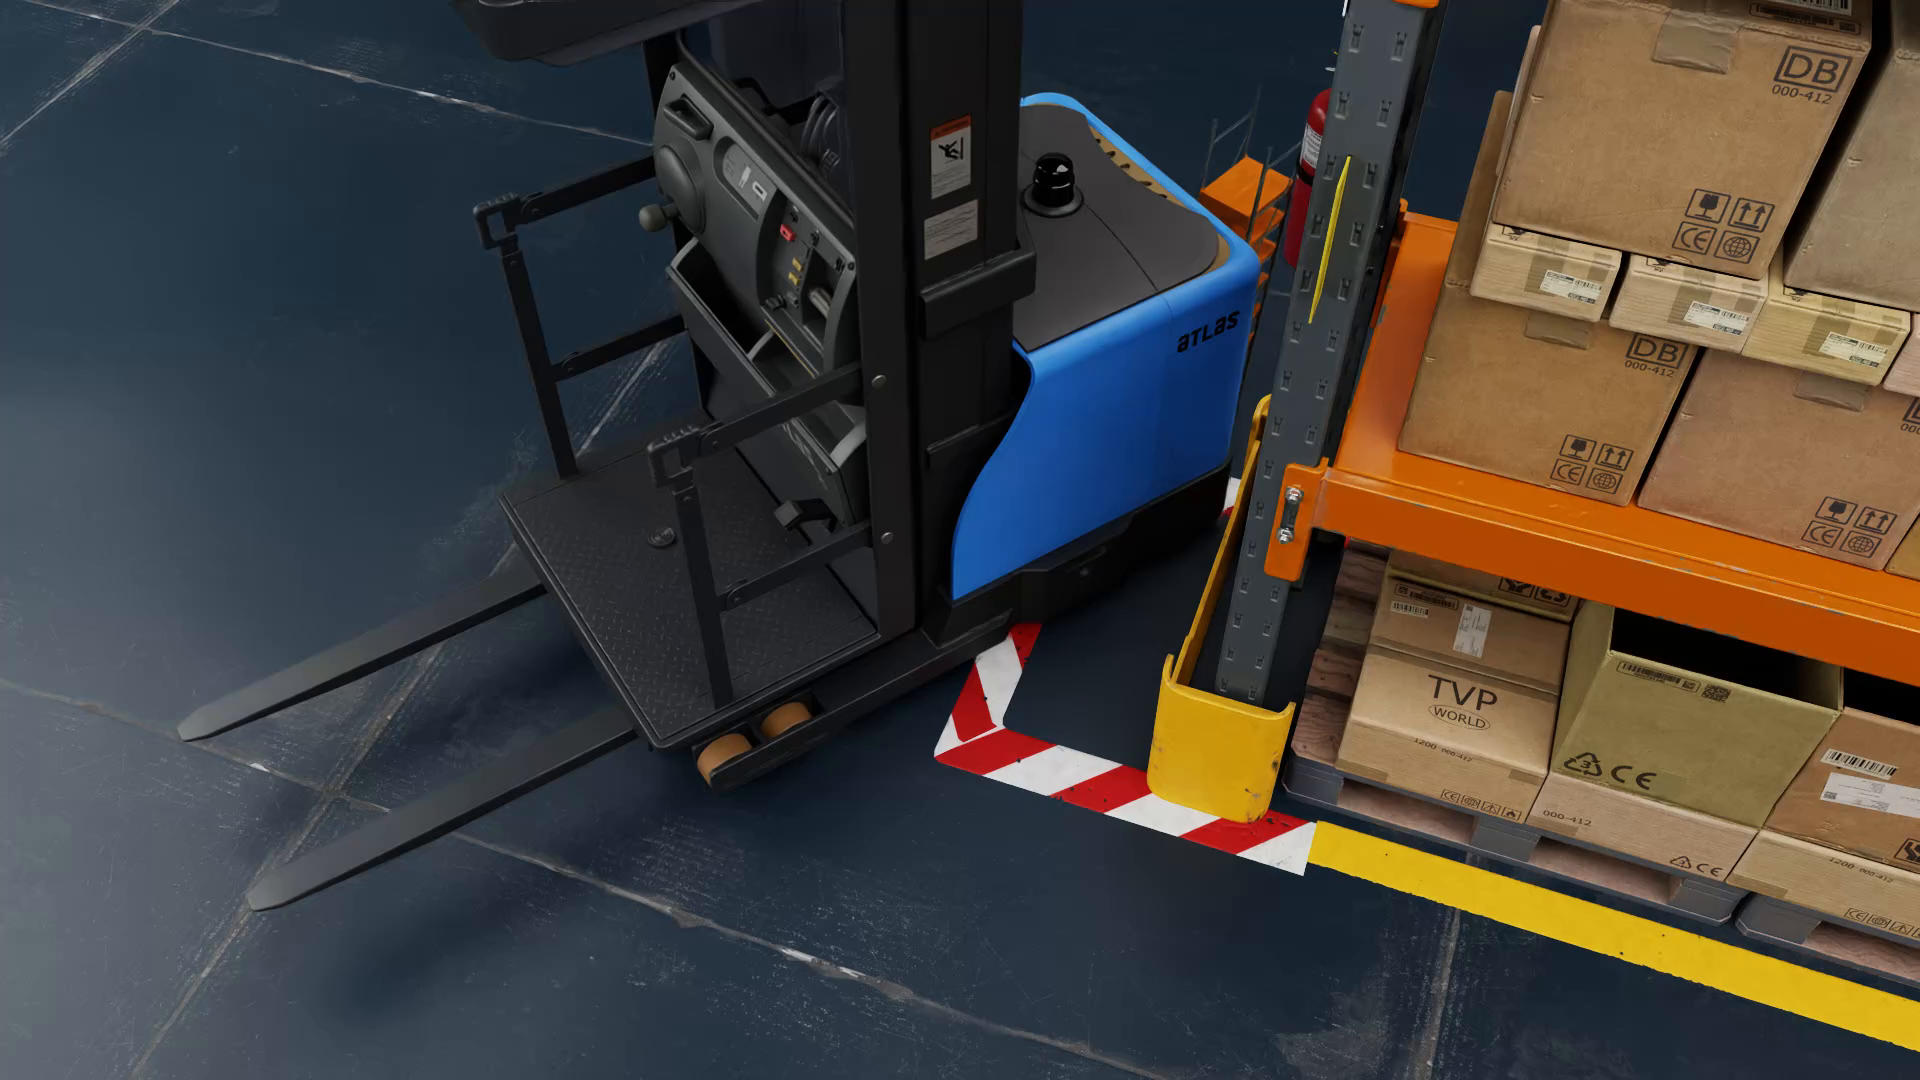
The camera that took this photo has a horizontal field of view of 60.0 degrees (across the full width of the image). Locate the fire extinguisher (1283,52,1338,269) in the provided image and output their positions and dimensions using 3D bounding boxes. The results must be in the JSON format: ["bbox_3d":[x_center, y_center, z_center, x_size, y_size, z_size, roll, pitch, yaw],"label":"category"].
[{"bbox_3d":[0.941,-0.976,4.162,0.183,0.674,0.296,16,51,13],"label":"fire extinguisher"}]

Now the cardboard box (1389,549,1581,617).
[{"bbox_3d":[1.497,-0.195,4.479,0.500,0.500,0.500,16,51,13],"label":"cardboard box"}]

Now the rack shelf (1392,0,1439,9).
[{"bbox_3d":[2.767,-0.865,2.505,4.000,0.370,1.077,16,51,13],"label":"rack shelf"}]

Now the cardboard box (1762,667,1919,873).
[{"bbox_3d":[2.260,0.425,3.942,0.500,0.500,0.500,16,51,13],"label":"cardboard box"}]

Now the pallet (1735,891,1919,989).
[{"bbox_3d":[2.764,0.763,4.449,1.213,0.211,1.003,16,51,13],"label":"pallet"}]

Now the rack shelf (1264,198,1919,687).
[{"bbox_3d":[2.767,0.118,3.639,4.000,0.370,1.077,16,51,13],"label":"rack shelf"}]

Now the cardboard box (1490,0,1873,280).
[{"bbox_3d":[1.374,-0.954,3.167,0.500,0.500,0.700,16,51,13],"label":"cardboard box"}]

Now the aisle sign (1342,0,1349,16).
[{"bbox_3d":[0.723,-1.293,2.665,0.004,0.787,0.394,16,51,13],"label":"aisle sign"}]

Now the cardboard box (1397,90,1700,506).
[{"bbox_3d":[1.325,-0.543,3.669,0.500,0.500,0.700,16,51,13],"label":"cardboard box"}]

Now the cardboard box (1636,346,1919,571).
[{"bbox_3d":[1.819,-0.409,3.553,0.500,0.500,0.700,17,51,14],"label":"cardboard box"}]

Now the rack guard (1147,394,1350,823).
[{"bbox_3d":[0.869,0.171,4.771,0.348,0.500,1.175,16,51,13],"label":"rack guard"}]

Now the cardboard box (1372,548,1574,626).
[{"bbox_3d":[1.497,0.052,4.761,0.500,0.250,0.500,16,51,13],"label":"cardboard box"}]

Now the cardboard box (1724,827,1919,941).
[{"bbox_3d":[2.256,0.679,4.218,0.500,0.250,0.500,16,51,13],"label":"cardboard box"}]

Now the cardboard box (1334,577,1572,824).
[{"bbox_3d":[1.317,0.420,4.443,0.500,0.250,0.500,16,51,13],"label":"cardboard box"}]

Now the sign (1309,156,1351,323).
[{"bbox_3d":[0.693,-0.559,3.124,0.005,0.325,0.100,16,51,13],"label":"sign"}]

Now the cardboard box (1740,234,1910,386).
[{"bbox_3d":[1.667,-0.498,3.201,0.250,0.149,0.380,16,51,13],"label":"cardboard box"}]

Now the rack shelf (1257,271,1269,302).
[{"bbox_3d":[0.820,-0.771,5.171,0.180,0.103,0.258,34,55,23],"label":"rack shelf"}]

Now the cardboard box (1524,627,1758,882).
[{"bbox_3d":[1.787,0.548,4.332,0.500,0.250,0.500,16,51,13],"label":"cardboard box"}]

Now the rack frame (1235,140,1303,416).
[{"bbox_3d":[0.892,-0.752,5.102,0.006,1.200,0.240,34,55,23],"label":"rack frame"}]

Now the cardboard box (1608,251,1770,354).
[{"bbox_3d":[1.433,-0.564,3.258,0.250,0.149,0.380,14,51,12],"label":"cardboard box"}]

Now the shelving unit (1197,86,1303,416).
[{"bbox_3d":[0.822,-0.800,5.137,0.189,1.200,0.258,34,55,23],"label":"shelving unit"}]

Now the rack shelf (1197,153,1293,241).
[{"bbox_3d":[0.841,-1.007,4.900,0.180,0.103,0.258,34,55,23],"label":"rack shelf"}]

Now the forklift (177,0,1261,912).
[{"bbox_3d":[-0.678,-0.720,3.935,3.031,2.935,1.130,-26,54,-21],"label":"forklift"}]

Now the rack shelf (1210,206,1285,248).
[{"bbox_3d":[0.834,-0.928,4.990,0.180,0.103,0.258,34,55,23],"label":"rack shelf"}]

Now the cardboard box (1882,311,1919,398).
[{"bbox_3d":[1.903,-0.430,3.142,0.250,0.149,0.380,15,51,13],"label":"cardboard box"}]

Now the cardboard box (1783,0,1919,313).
[{"bbox_3d":[1.869,-0.820,3.051,0.500,0.500,0.700,14,51,12],"label":"cardboard box"}]

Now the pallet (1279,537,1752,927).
[{"bbox_3d":[1.623,0.442,4.727,1.213,0.211,1.003,16,51,13],"label":"pallet"}]

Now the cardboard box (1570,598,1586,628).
[{"bbox_3d":[1.970,0.175,4.655,0.500,0.250,0.500,16,51,13],"label":"cardboard box"}]

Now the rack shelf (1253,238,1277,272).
[{"bbox_3d":[0.827,-0.849,5.081,0.180,0.103,0.258,34,55,23],"label":"rack shelf"}]

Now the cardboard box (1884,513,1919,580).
[{"bbox_3d":[2.283,-0.275,3.437,0.500,0.500,0.700,16,51,13],"label":"cardboard box"}]

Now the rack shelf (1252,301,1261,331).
[{"bbox_3d":[0.813,-0.692,5.261,0.180,0.103,0.258,34,55,23],"label":"rack shelf"}]

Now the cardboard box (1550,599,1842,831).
[{"bbox_3d":[1.787,0.304,4.047,0.500,0.500,0.500,16,51,13],"label":"cardboard box"}]

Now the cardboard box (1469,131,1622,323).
[{"bbox_3d":[1.185,-0.631,3.317,0.250,0.149,0.380,15,51,13],"label":"cardboard box"}]

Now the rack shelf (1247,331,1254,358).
[{"bbox_3d":[0.805,-0.613,5.352,0.180,0.103,0.258,34,55,23],"label":"rack shelf"}]

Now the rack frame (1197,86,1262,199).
[{"bbox_3d":[0.753,-0.847,5.173,0.006,1.200,0.240,34,55,23],"label":"rack frame"}]

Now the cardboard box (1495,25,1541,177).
[{"bbox_3d":[1.316,-0.922,3.568,0.250,0.149,0.380,15,51,13],"label":"cardboard box"}]

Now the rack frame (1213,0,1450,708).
[{"bbox_3d":[0.891,-0.641,3.821,0.127,3.000,1.000,16,51,13],"label":"rack frame"}]
